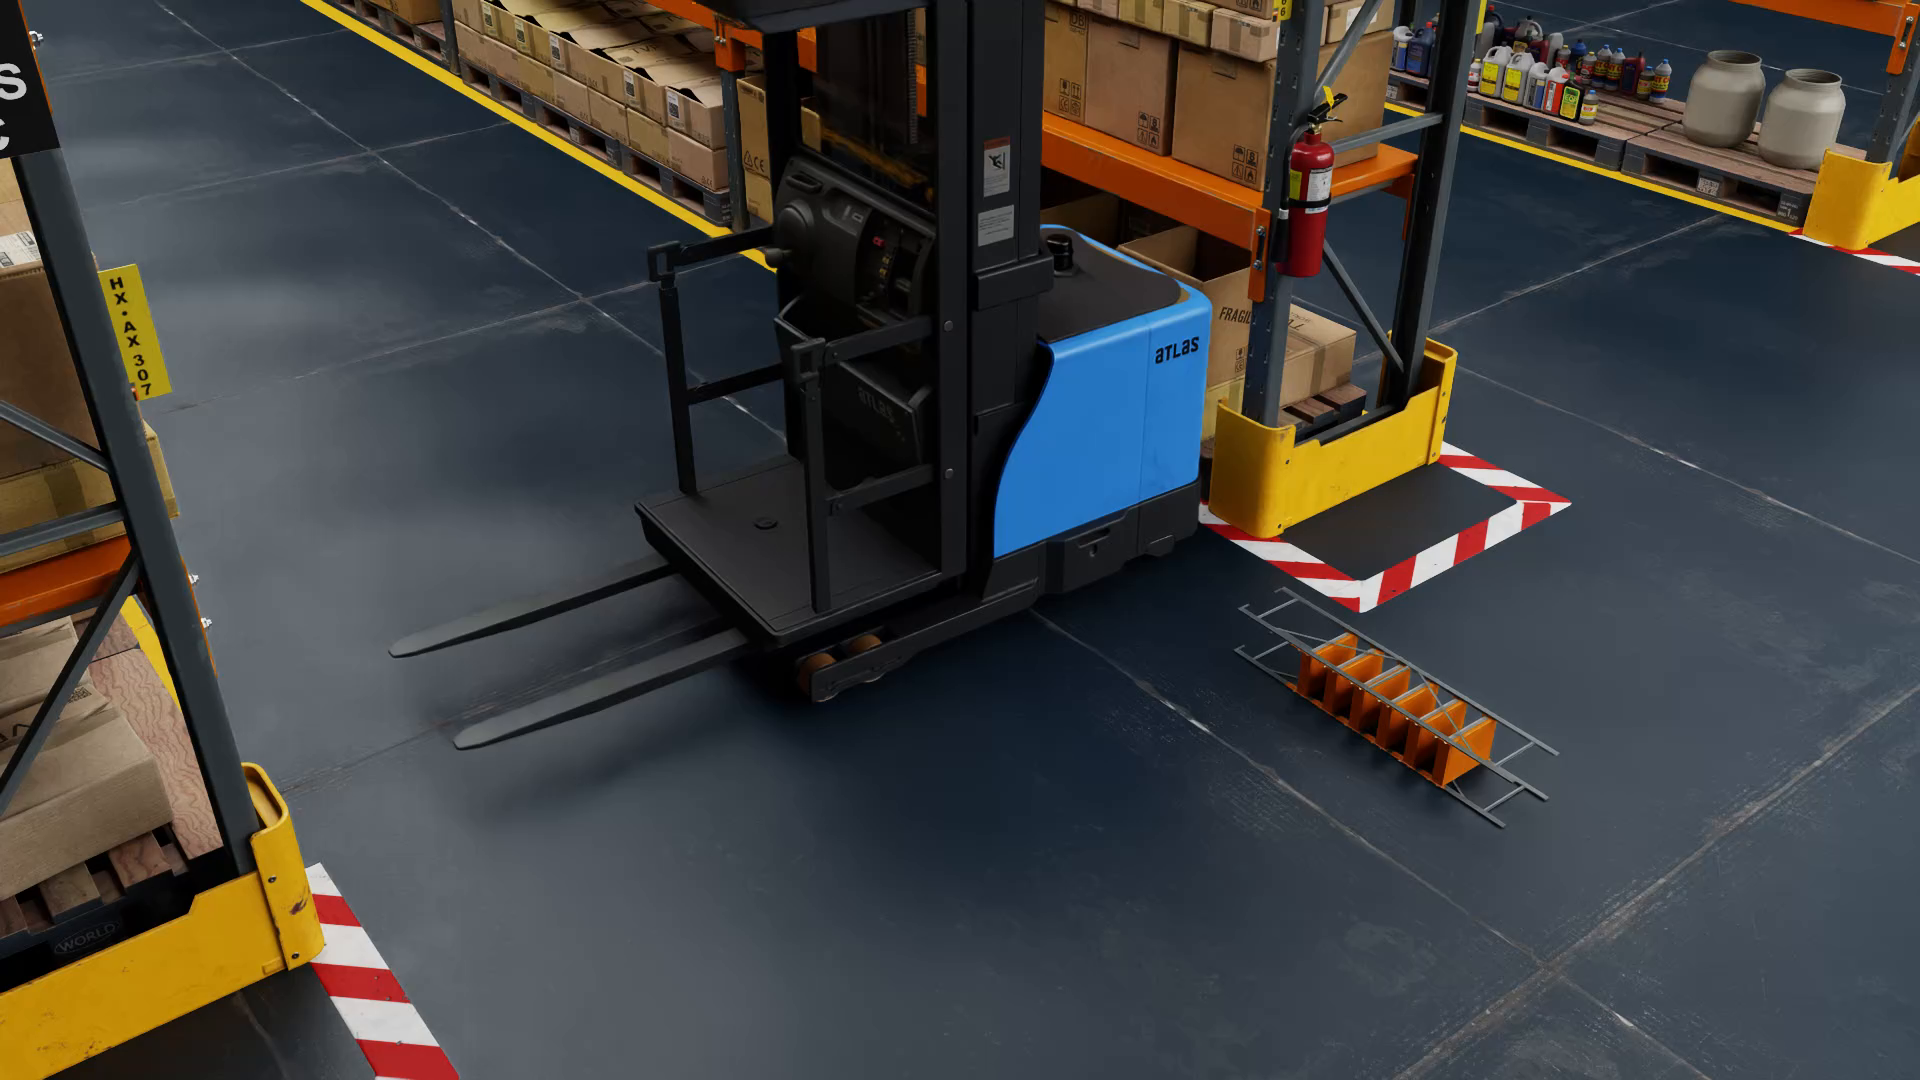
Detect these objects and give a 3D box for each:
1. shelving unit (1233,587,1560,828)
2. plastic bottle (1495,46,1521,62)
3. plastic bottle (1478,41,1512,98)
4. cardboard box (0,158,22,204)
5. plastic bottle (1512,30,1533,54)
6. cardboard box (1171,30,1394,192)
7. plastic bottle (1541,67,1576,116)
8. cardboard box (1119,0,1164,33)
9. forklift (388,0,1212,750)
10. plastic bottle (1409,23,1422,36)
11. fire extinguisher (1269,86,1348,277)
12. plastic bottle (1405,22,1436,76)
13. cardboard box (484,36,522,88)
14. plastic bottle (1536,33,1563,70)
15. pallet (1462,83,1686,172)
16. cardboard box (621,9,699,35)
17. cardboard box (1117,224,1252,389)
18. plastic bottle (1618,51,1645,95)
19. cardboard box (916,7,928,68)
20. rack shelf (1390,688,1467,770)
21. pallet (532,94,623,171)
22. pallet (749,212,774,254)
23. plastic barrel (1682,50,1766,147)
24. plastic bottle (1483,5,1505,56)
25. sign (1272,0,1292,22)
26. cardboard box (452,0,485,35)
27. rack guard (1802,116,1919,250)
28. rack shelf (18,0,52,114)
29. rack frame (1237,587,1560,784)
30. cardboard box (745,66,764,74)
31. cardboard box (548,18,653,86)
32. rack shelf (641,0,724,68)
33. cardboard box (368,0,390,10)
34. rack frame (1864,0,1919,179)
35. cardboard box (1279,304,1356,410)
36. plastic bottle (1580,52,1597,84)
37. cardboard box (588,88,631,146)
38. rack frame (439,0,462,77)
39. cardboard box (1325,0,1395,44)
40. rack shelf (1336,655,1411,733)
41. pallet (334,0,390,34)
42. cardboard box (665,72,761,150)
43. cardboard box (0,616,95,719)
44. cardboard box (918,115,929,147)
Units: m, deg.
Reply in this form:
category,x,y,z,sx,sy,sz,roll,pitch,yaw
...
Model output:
category,x,y,z,sx,sy,sz,roll,pitch,yaw
shelving unit,1.455,0.543,5.693,0.258,0.189,1.200,-22,38,-31
plastic bottle,3.672,-3.166,11.170,0.152,0.276,0.135,-22,38,-31
plastic bottle,3.570,-3.140,11.056,0.144,0.351,0.185,-23,38,-32
cardboard box,-2.697,-0.701,4.448,0.500,0.500,0.500,-22,38,-31
plastic bottle,3.900,-3.404,11.545,0.061,0.283,0.133,-22,38,-31
cardboard box,1.288,-1.778,6.674,0.700,0.500,0.500,-22,38,-31
plastic bottle,3.874,-2.905,10.748,0.152,0.276,0.135,-22,38,-31
cardboard box,0.861,-2.167,6.687,0.380,0.149,0.250,-23,38,-32
forklift,-0.542,-0.996,5.576,3.031,2.935,1.130,-20,37,-29
plastic bottle,3.179,-3.472,11.654,0.061,0.283,0.133,-22,38,-31
fire extinguisher,1.270,-1.304,6.080,0.296,0.674,0.183,-22,38,-31
plastic bottle,3.194,-3.395,11.468,0.144,0.351,0.185,-21,38,-30
cardboard box,-2.943,-3.358,11.522,0.500,0.250,0.500,-23,39,-33
plastic bottle,4.061,-3.376,11.507,0.152,0.276,0.135,-22,38,-31
pallet,4.158,-2.818,11.087,1.003,0.211,1.213,-22,38,-31
cardboard box,-1.889,-3.345,10.970,0.500,0.311,0.500,-21,38,-30
cardboard box,1.000,-0.993,7.002,0.500,0.500,0.500,-22,38,-31
plastic bottle,4.489,-3.127,11.099,0.061,0.283,0.133,-22,38,-31
cardboard box,0.022,-2.635,8.055,0.700,0.500,0.500,-22,38,-31
rack shelf,1.572,0.625,5.560,0.258,0.180,0.103,-22,38,-31
pallet,-2.123,-2.822,11.094,1.003,0.211,1.213,-22,38,-31
pallet,-0.434,-1.674,9.245,1.003,0.211,1.213,-22,38,-31
plastic barrel,4.708,-2.717,10.242,0.421,0.512,0.421,0,32,0
plastic bottle,3.767,-3.611,11.815,0.144,0.351,0.185,-24,39,-34
sign,1.127,-1.959,5.739,0.100,0.325,0.005,-22,38,-31
cardboard box,-3.252,-3.806,11.711,0.500,0.311,0.500,-21,37,-30
rack guard,5.396,-2.092,9.645,1.175,0.500,0.348,-22,38,-31
rack shelf,-3.573,-1.734,4.538,1.077,0.370,4.000,-22,38,-31
rack frame,1.455,0.465,5.644,0.240,0.006,1.200,-22,38,-31
cardboard box,-0.945,-2.705,9.939,0.500,0.311,0.500,-22,38,-31
cardboard box,-2.297,-3.162,10.675,0.500,0.311,0.500,-23,38,-32
rack shelf,-2.115,-3.731,10.597,1.077,0.370,4.000,-22,38,-31
cardboard box,-4.417,-4.525,13.145,0.500,0.500,0.500,-24,39,-33
rack frame,5.479,-3.137,8.959,1.000,3.000,0.127,-22,38,-31
cardboard box,1.411,-0.842,7.471,0.500,0.250,0.500,-22,38,-31
plastic bottle,4.281,-3.218,11.323,0.097,0.201,0.097,0,32,0
cardboard box,-1.995,-2.717,10.490,0.500,0.250,0.500,-21,38,-30
rack frame,-3.341,-4.871,11.749,1.000,3.000,0.127,-22,38,-31
cardboard box,1.494,-2.088,6.559,0.380,0.149,0.250,-23,38,-32
rack shelf,1.428,0.524,5.723,0.258,0.180,0.103,-22,38,-31
pallet,-4.513,-4.517,13.823,1.003,0.211,1.213,-22,38,-31
cardboard box,-1.363,-2.528,9.654,0.500,0.311,0.500,-22,38,-31
cardboard box,-3.049,0.468,5.285,0.500,0.311,0.500,-19,37,-28
cardboard box,-0.238,-1.821,8.336,0.500,0.500,0.500,-22,38,-31
